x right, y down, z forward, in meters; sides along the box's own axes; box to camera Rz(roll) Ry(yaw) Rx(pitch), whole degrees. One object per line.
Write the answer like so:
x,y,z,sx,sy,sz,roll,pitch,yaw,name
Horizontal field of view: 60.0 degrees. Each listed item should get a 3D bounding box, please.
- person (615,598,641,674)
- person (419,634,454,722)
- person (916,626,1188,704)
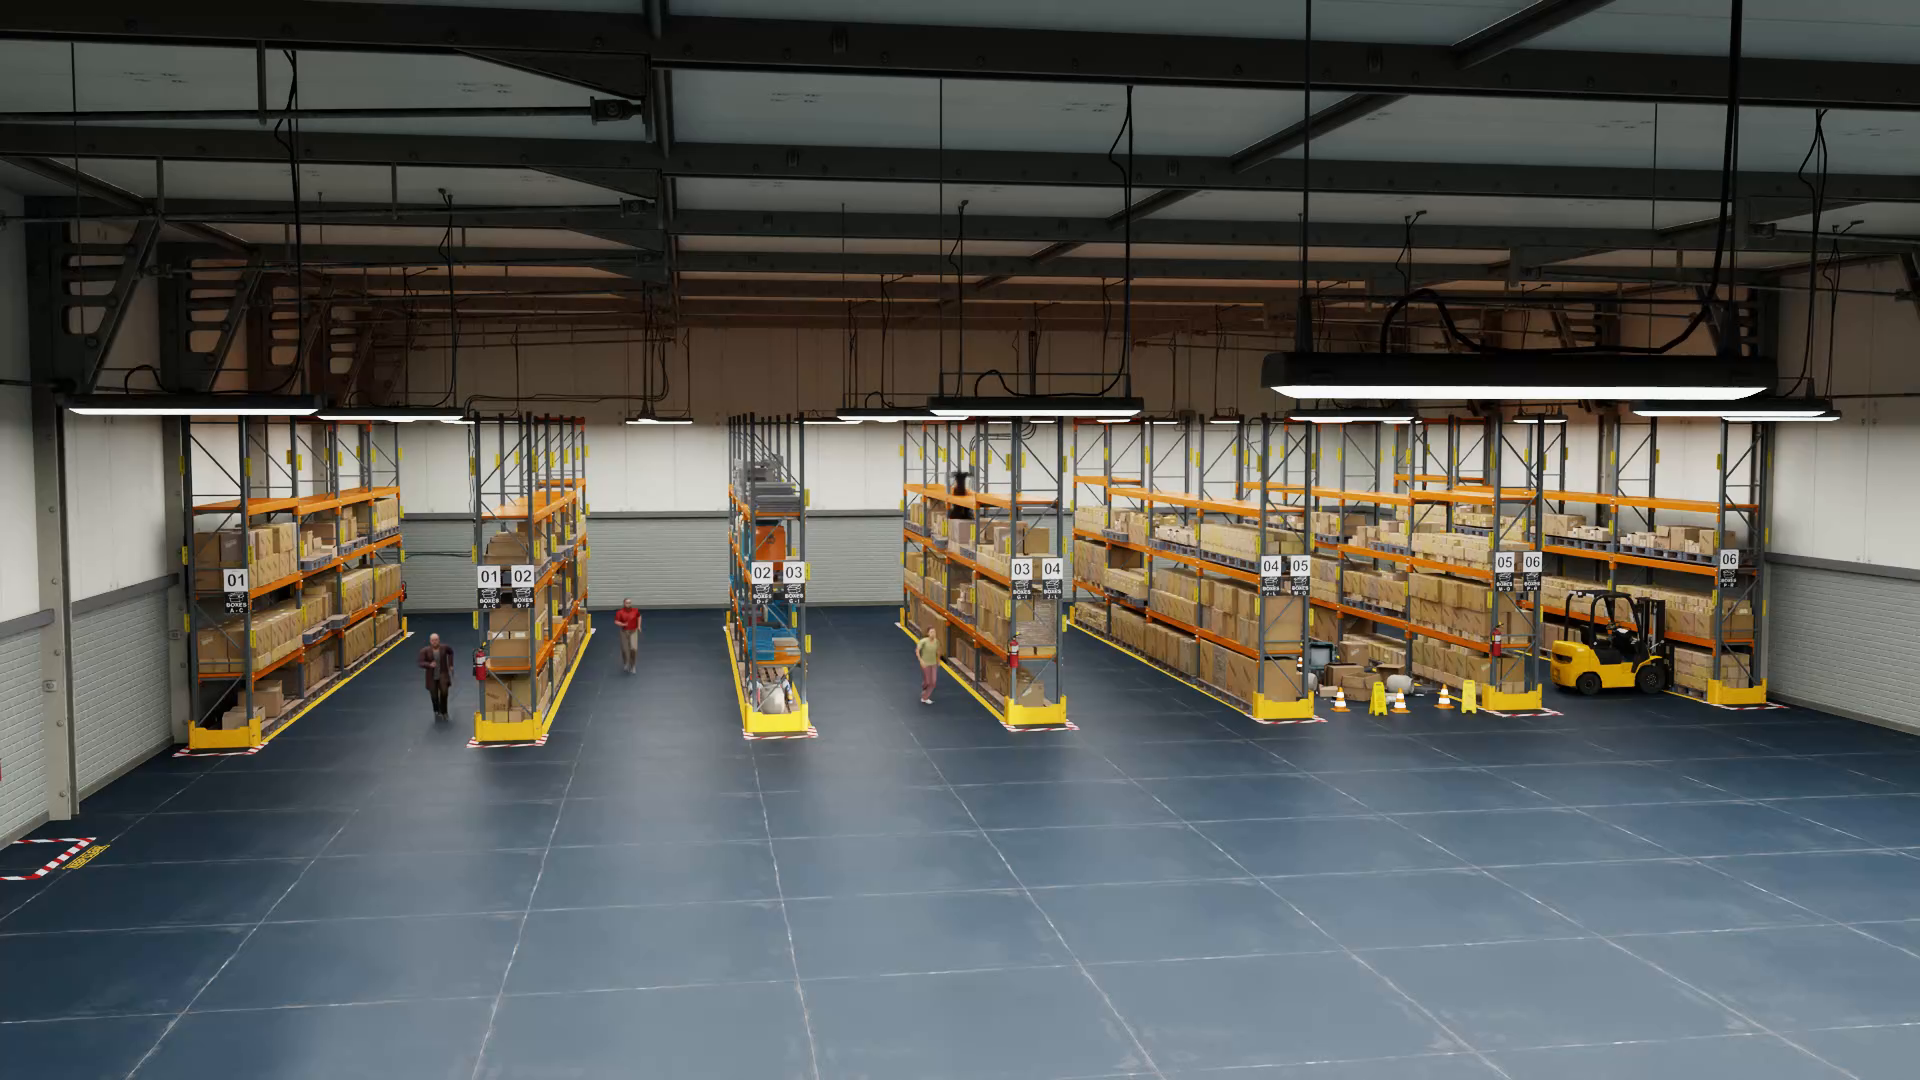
-7.725,2.243,38.703,0.611,1.790,0.841,-1,4,-12,person
-10.172,2.661,32.321,0.626,1.726,1.012,-1,4,-14,person
1.850,2.370,37.621,7.703,1.608,4.141,-2,4,-24,person
